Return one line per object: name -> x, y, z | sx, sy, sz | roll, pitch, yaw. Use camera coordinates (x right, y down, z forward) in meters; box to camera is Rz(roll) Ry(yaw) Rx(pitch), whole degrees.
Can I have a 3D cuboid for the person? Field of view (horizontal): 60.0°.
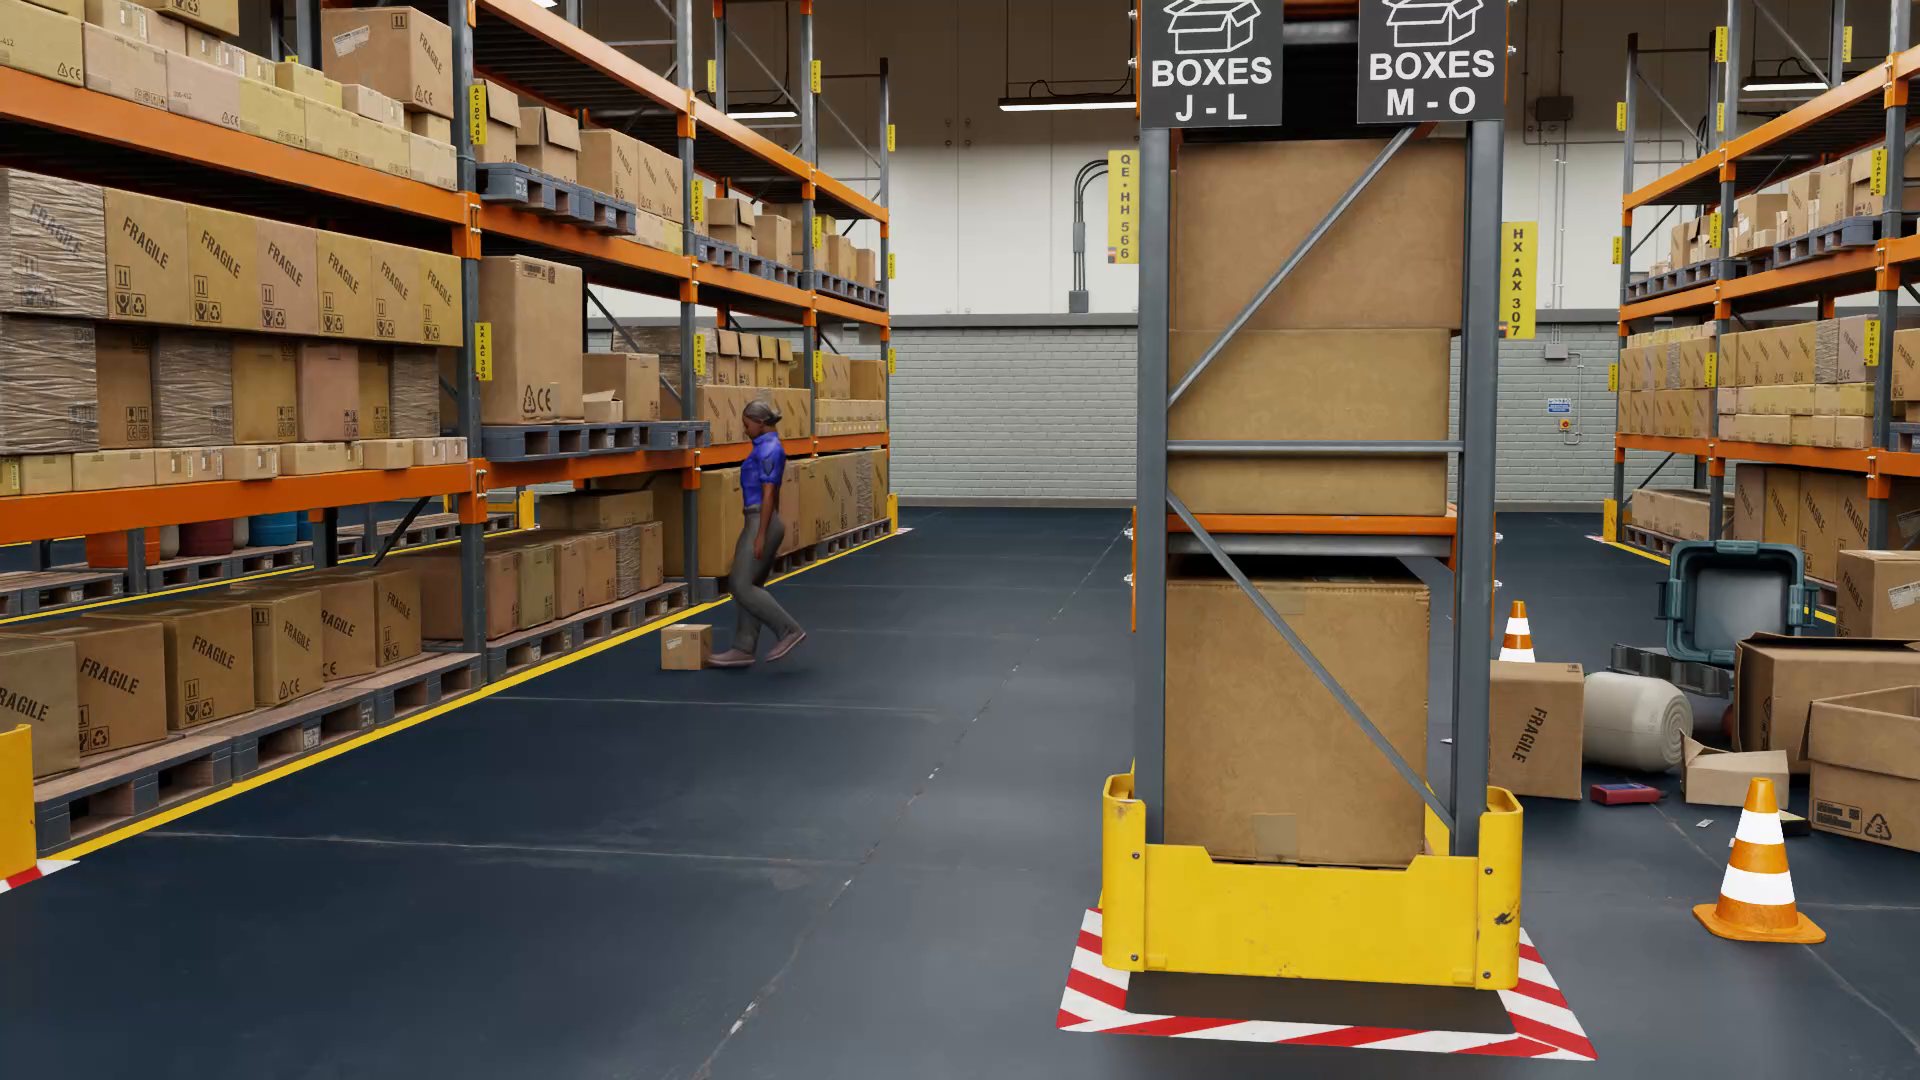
person -> -1.263, -0.039, 10.236 | 0.608, 1.638, 0.488 | 0, 5, -2
